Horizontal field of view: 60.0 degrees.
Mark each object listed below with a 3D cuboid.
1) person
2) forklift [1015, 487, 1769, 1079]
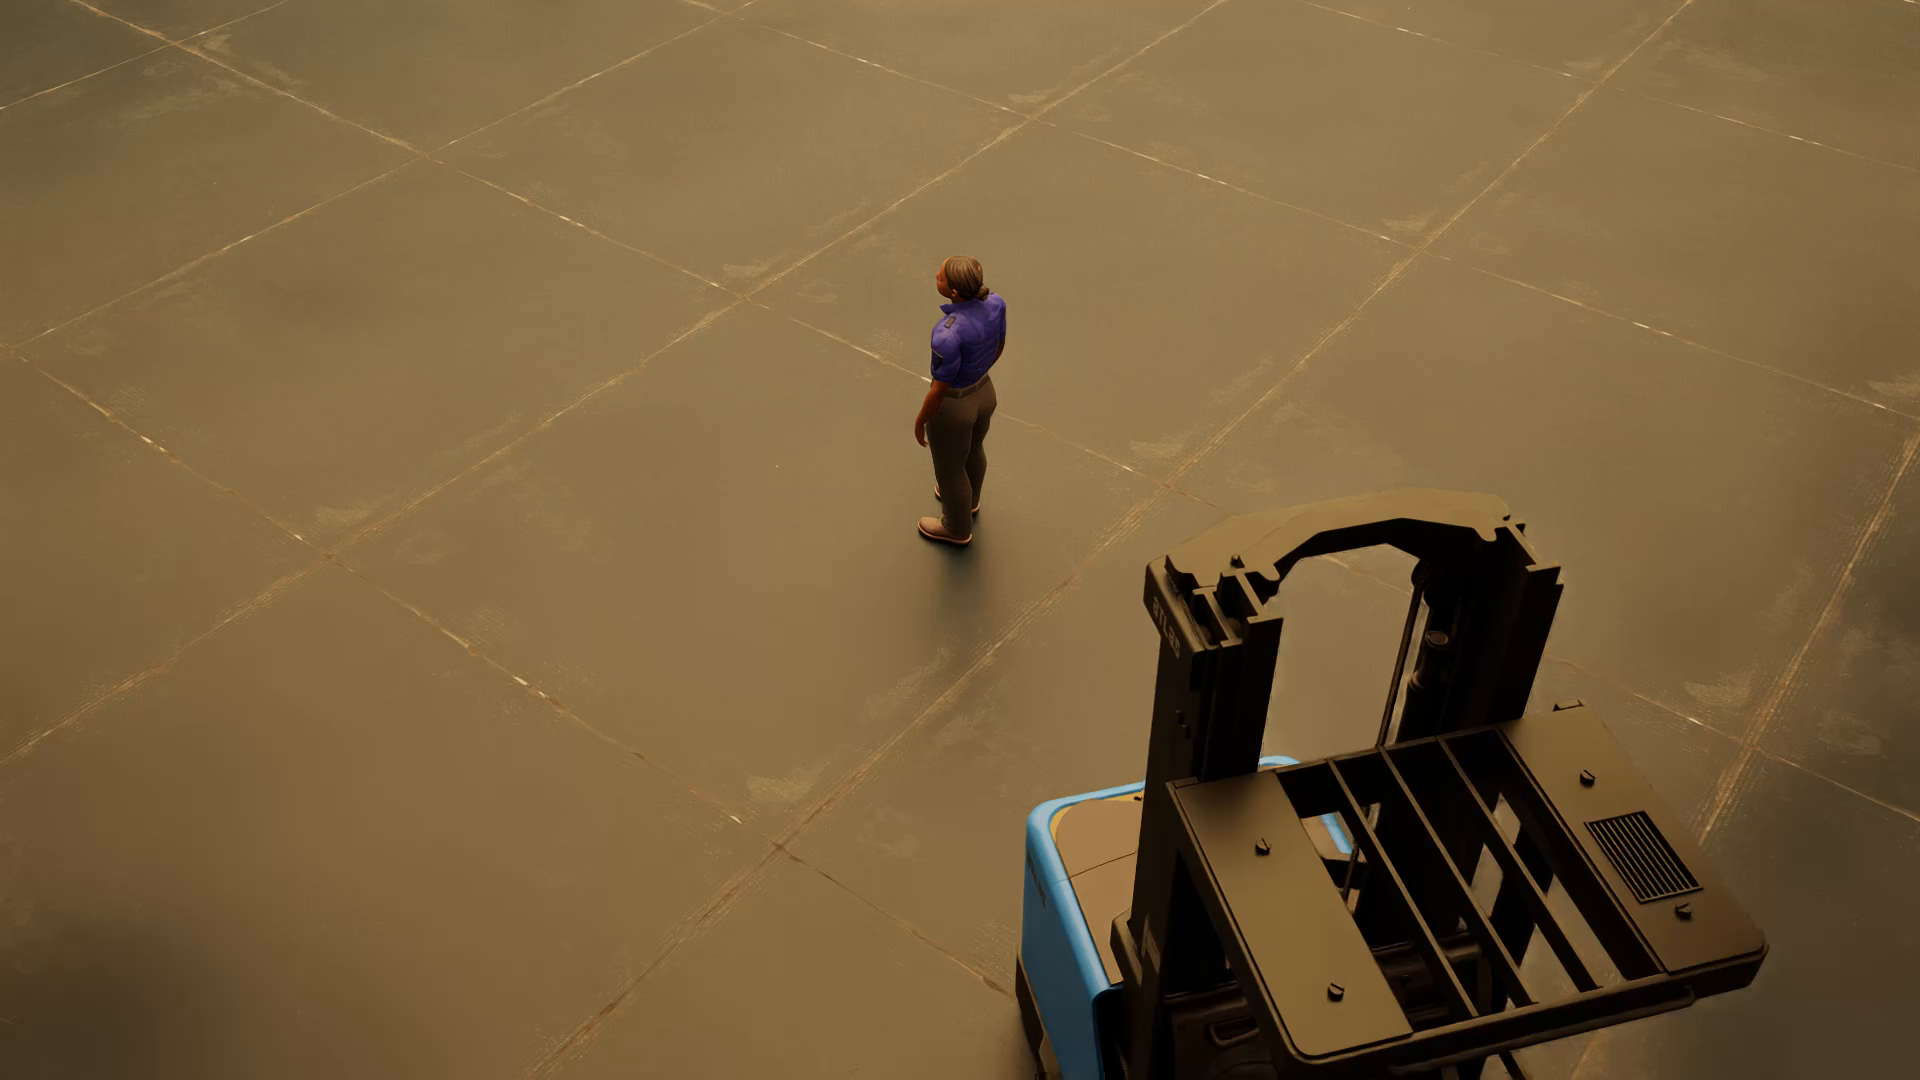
[{"bbox_3d":[-0.058,-0.679,7.844,0.504,1.654,0.570,26,47,28],"label":"person"},{"bbox_3d":[1.074,1.445,4.380,1.130,2.935,3.031,-10,41,-11],"label":"forklift"}]
